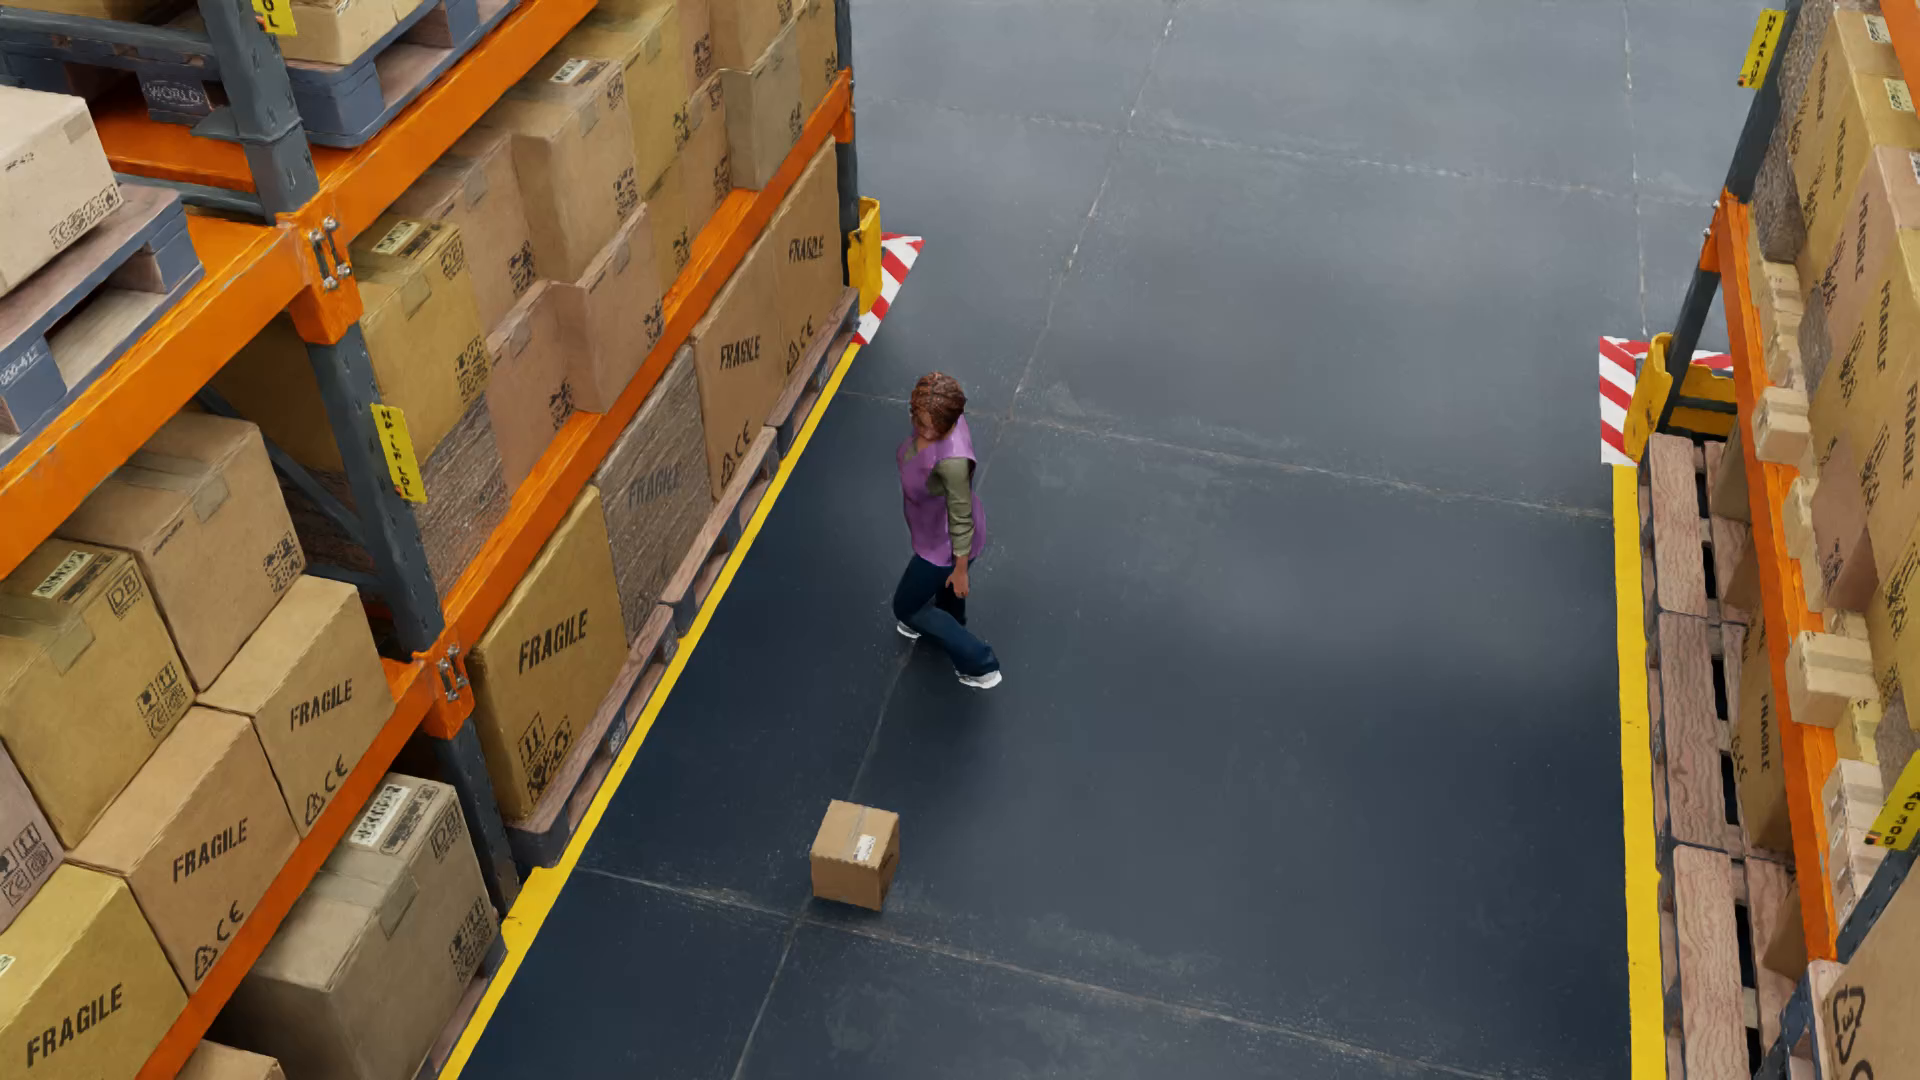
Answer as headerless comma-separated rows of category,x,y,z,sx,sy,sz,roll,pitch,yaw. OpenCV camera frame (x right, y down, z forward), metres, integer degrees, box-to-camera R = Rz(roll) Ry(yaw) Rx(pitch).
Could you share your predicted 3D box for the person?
person,-0.050,-0.056,6.241,0.429,1.571,0.566,0,42,0
